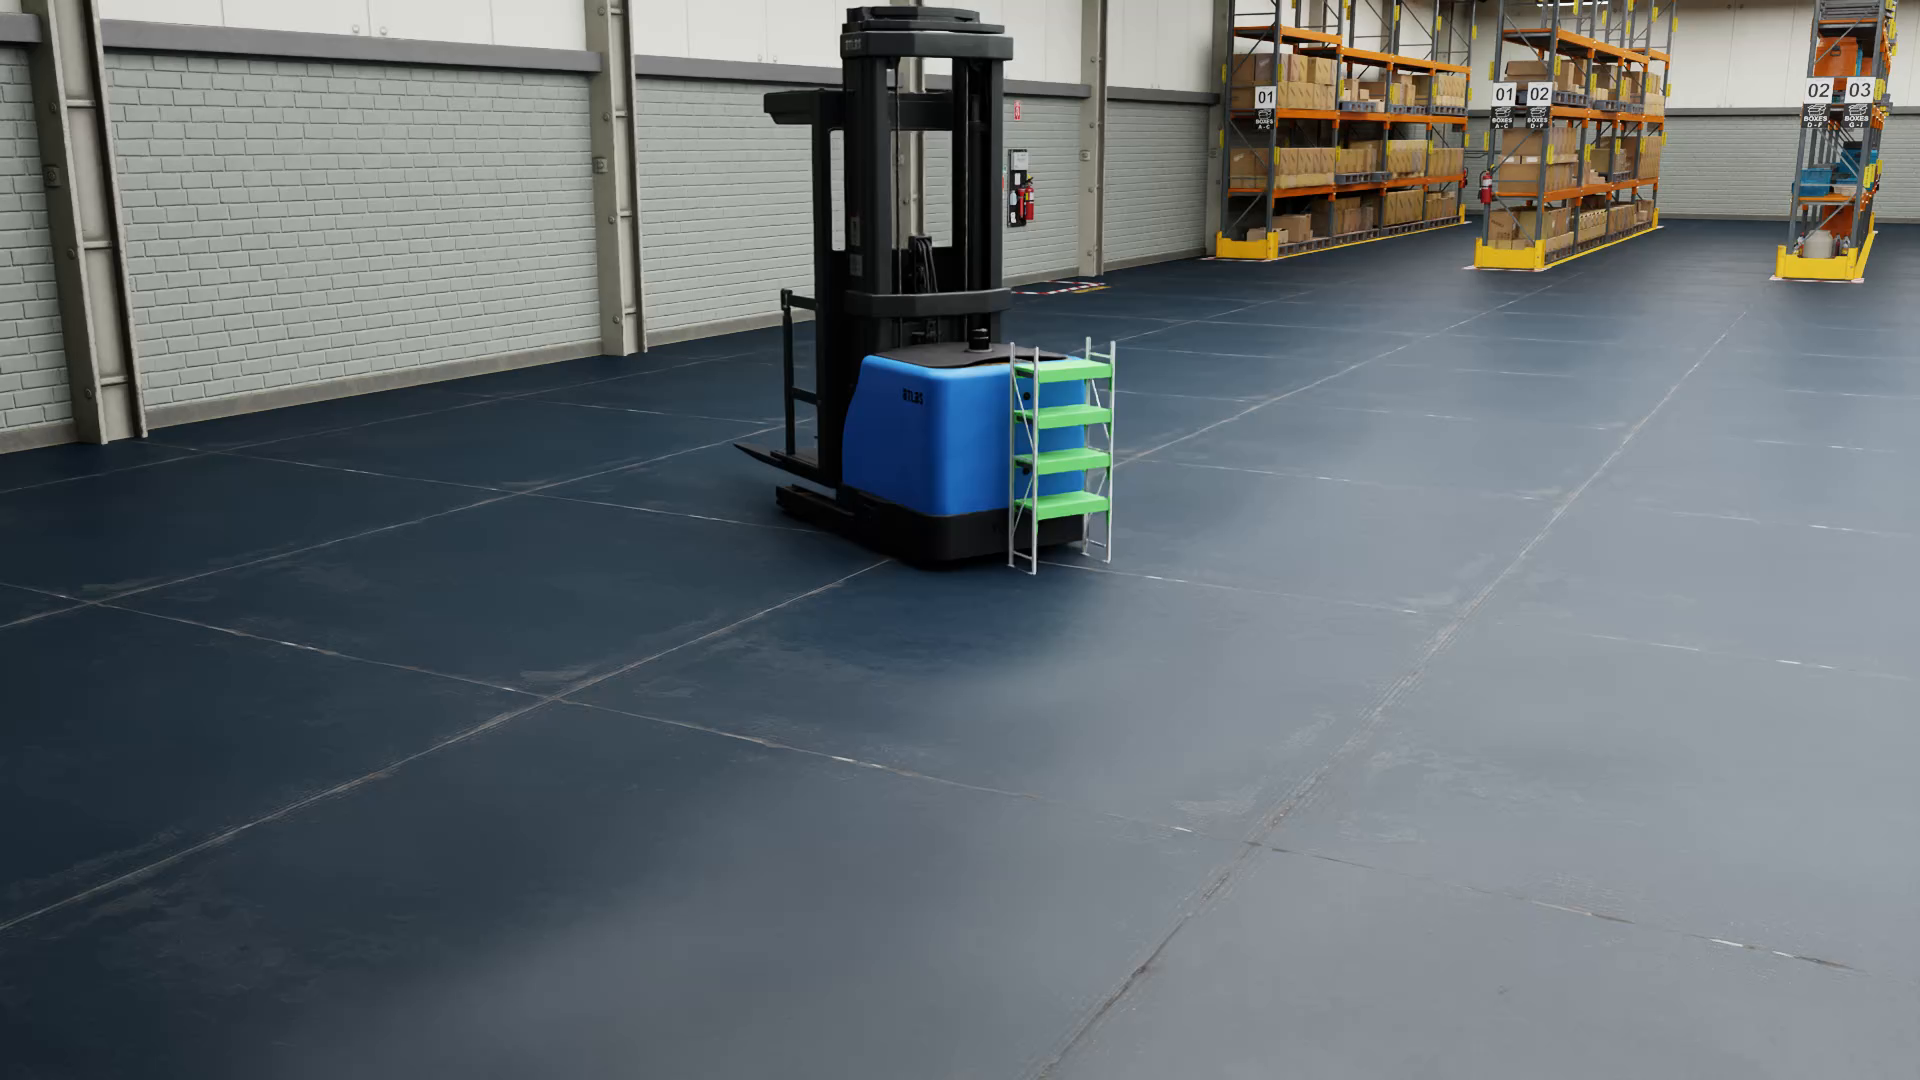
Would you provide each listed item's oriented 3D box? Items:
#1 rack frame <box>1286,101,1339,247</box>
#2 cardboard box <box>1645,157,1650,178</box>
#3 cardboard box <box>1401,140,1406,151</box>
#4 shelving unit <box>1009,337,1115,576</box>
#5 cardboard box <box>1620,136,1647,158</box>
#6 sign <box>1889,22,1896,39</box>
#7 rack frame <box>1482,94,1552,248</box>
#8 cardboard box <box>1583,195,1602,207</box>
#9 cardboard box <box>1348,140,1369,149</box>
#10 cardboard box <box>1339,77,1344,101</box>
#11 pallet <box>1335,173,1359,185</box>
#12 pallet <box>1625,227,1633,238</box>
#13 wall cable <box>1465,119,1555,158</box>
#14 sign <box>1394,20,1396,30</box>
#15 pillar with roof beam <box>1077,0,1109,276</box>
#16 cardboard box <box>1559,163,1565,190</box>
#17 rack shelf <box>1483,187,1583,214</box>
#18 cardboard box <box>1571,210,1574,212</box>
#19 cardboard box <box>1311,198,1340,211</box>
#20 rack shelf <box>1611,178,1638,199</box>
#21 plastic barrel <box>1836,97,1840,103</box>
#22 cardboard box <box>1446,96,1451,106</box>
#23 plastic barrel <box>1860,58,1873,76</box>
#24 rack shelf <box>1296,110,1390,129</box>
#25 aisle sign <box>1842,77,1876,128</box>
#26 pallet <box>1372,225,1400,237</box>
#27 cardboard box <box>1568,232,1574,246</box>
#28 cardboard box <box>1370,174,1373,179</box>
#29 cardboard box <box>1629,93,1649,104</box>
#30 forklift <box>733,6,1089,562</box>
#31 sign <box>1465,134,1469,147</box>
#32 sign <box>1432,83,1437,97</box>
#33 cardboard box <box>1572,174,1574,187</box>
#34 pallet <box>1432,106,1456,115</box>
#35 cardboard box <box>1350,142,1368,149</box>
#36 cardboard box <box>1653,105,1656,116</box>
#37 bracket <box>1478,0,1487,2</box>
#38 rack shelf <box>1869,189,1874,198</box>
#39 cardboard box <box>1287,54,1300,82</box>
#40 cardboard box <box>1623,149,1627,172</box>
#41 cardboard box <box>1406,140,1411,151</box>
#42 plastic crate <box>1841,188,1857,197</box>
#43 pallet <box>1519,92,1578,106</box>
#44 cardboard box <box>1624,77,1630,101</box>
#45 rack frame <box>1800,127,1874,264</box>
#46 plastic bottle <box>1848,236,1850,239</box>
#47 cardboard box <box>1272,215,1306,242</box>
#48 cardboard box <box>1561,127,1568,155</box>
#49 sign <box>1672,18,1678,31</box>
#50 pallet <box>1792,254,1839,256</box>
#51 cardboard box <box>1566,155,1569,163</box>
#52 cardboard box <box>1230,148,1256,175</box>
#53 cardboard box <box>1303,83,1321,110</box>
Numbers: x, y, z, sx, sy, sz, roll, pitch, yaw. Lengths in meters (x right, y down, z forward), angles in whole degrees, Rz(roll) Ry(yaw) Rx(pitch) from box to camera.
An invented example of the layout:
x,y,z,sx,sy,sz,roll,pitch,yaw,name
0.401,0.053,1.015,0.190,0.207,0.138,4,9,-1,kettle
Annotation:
x,y,z,sx,sy,sz,roll,pitch,yaw,name
7.451,-7.739,35.234,1.000,3.000,0.127,7,15,28,rack frame
16.630,-9.150,40.873,0.500,0.500,0.500,7,15,28,cardboard box
10.327,-9.404,39.652,0.500,0.250,0.500,7,15,28,cardboard box
0.539,-0.451,8.844,0.503,1.200,0.258,-8,16,-31,shelving unit
16.131,-9.419,39.857,0.500,0.500,0.500,8,16,29,cardboard box
18.542,-10.136,33.064,0.100,0.325,0.005,7,15,28,sign
9.855,-6.358,29.505,1.000,3.000,0.127,7,15,28,rack frame
14.484,-7.803,38.296,0.500,0.250,0.500,7,15,27,cardboard box
9.377,-9.250,39.009,0.500,0.250,0.500,8,16,30,cardboard box
7.785,-9.553,35.249,0.500,0.500,0.500,10,17,36,cardboard box
7.948,-7.786,35.839,1.003,0.211,1.213,7,15,28,pallet
15.296,-7.293,39.334,1.003,0.211,1.213,7,15,28,pallet
16.299,-12.728,49.752,3.097,2.526,0.112,7,15,28,wall cable
10.844,-12.896,41.493,0.100,0.325,0.005,7,15,28,sign
5.966,-8.358,25.000,9.100,9.000,0.400,7,15,28,pillar with roof beam
11.085,-6.924,31.640,0.700,0.500,0.500,8,16,29,cardboard box
10.822,-6.418,31.292,1.077,0.370,4.000,7,15,28,rack shelf
12.966,-6.956,35.762,0.500,0.311,0.500,7,15,27,cardboard box
8.002,-7.346,36.398,0.500,0.250,0.500,7,15,27,cardboard box
14.690,-8.060,38.100,1.077,0.370,4.000,7,15,28,rack shelf
16.179,-8.447,30.703,0.600,0.901,0.708,7,15,28,plastic barrel
12.383,-11.339,42.978,0.500,0.250,0.500,7,15,26,cardboard box
18.334,-9.424,34.013,0.600,0.830,0.708,7,15,28,plastic barrel
8.418,-9.258,36.669,1.077,0.370,4.000,7,15,28,rack shelf
14.411,-7.012,26.671,0.394,0.787,0.004,7,15,28,aisle sign
9.832,-7.357,39.600,1.003,0.211,1.213,7,15,28,pallet
11.756,-5.926,32.685,0.500,0.250,0.500,7,15,28,cardboard box
9.746,-8.489,38.837,0.380,0.149,0.250,7,15,27,cardboard box
16.109,-10.520,39.622,0.500,0.250,0.500,7,15,28,cardboard box
-0.474,-1.603,9.931,1.130,2.935,3.031,-8,16,-30,forklift
13.720,-10.815,45.016,0.100,0.325,0.005,7,15,28,sign
11.798,-11.183,41.346,0.100,0.325,0.005,7,15,28,sign
11.989,-7.212,33.366,0.500,0.250,0.500,9,16,32,cardboard box
12.314,-11.211,43.427,1.003,0.211,1.213,7,15,28,pallet
9.101,-8.996,37.910,0.380,0.149,0.250,5,14,19,cardboard box
16.835,-10.584,40.956,0.500,0.250,0.500,7,15,28,cardboard box
15.457,-16.050,49.229,0.235,0.232,0.430,7,15,28,bracket
19.024,-7.498,35.769,1.077,0.370,4.000,7,15,28,rack shelf
6.203,-9.070,31.964,0.500,0.500,0.500,7,15,27,cardboard box
14.856,-8.703,38.124,0.700,0.500,0.500,3,14,14,cardboard box
10.568,-9.510,40.089,0.500,0.250,0.500,7,15,27,cardboard box
14.904,-5.815,27.815,0.298,0.136,0.250,7,15,28,plastic crate
10.809,-8.166,30.796,1.003,0.211,1.213,7,15,28,pallet
15.045,-10.345,38.320,0.600,0.600,0.600,7,15,27,cardboard box
16.123,-6.617,30.578,1.000,3.000,0.127,7,15,28,rack frame
16.064,-5.378,30.154,0.144,0.351,0.185,7,15,27,plastic bottle
6.604,-6.311,33.704,0.700,0.500,0.500,6,15,25,cardboard box
11.094,-7.560,31.508,0.700,0.500,0.500,7,15,28,cardboard box
18.066,-13.021,42.012,0.100,0.325,0.005,7,15,28,sign
15.762,-5.128,30.353,1.003,0.211,1.213,7,15,28,pallet
11.352,-7.254,31.624,0.380,0.149,0.250,7,15,28,cardboard box
5.559,-7.340,32.258,0.500,0.500,0.500,7,15,27,cardboard box
6.933,-8.904,33.409,0.500,0.500,0.500,7,15,26,cardboard box
